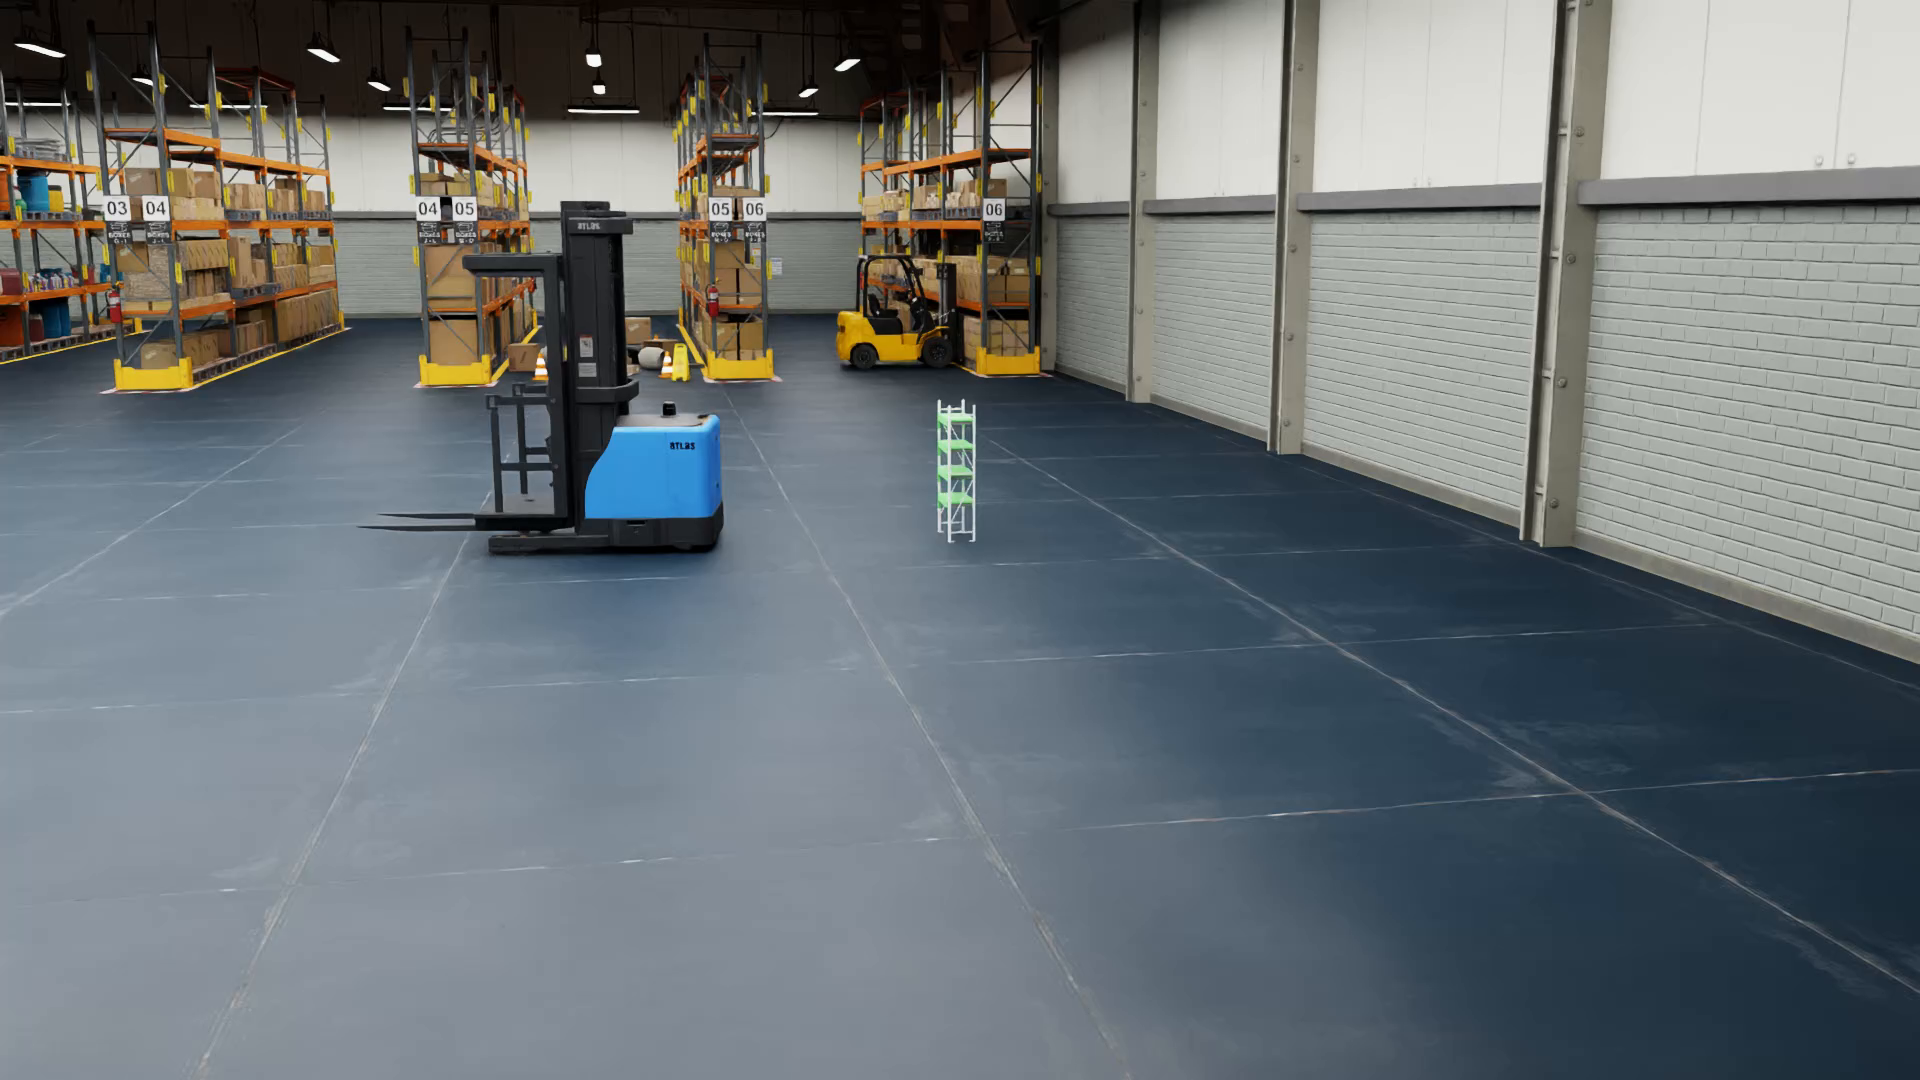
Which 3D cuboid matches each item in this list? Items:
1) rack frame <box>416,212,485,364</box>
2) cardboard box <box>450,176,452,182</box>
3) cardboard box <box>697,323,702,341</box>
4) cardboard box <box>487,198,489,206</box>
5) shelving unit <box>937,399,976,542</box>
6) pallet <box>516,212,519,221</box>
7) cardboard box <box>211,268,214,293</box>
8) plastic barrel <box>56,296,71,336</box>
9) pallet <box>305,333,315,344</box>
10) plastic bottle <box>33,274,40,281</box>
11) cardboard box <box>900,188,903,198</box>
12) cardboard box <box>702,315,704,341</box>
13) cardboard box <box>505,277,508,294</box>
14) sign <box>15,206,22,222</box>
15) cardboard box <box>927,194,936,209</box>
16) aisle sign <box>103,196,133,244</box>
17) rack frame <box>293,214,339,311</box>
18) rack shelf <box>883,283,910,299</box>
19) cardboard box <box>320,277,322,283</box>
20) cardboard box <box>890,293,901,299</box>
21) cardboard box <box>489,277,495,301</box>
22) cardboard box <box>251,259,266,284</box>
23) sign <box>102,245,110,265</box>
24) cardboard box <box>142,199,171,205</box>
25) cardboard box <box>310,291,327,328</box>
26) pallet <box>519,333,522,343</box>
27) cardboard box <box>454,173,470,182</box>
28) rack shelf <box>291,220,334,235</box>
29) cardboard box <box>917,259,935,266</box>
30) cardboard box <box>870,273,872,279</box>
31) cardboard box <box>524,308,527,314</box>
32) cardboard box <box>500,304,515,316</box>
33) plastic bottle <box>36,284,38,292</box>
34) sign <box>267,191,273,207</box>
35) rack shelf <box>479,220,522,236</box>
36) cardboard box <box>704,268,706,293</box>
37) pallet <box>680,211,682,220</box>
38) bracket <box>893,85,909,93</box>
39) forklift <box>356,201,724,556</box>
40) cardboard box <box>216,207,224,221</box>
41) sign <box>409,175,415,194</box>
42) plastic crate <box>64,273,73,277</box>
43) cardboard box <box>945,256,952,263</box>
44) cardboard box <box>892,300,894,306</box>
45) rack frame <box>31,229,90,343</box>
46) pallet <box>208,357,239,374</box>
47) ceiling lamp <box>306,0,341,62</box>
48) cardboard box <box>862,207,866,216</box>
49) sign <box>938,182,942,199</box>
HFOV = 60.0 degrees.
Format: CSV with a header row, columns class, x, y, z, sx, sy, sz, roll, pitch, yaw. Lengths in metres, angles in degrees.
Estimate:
class,x,y,z,sx,sy,sz,roll,pitch,yaw
rack frame,-8.806,-4.214,28.815,1.000,3.000,0.127,-2,11,-11
cardboard box,-9.646,-6.679,30.891,0.380,0.149,0.250,-2,11,-10
cardboard box,-5.275,-4.556,36.517,0.950,0.372,0.625,-2,11,-12
cardboard box,-8.950,-6.265,30.846,0.380,0.149,0.250,-2,11,-12
shelving unit,-0.032,-0.620,14.744,0.258,1.200,0.503,-2,11,-11
pallet,-11.124,-7.679,39.500,1.213,0.211,1.003,-2,11,-11
cardboard box,-14.379,-4.803,30.848,0.875,0.500,0.500,-2,11,-11
plastic barrel,-20.794,-5.148,38.211,0.600,0.901,0.708,-2,11,-11
pallet,-15.801,-4.744,39.059,1.003,0.211,1.213,-2,11,-11
plastic bottle,-20.292,-5.660,36.542,0.144,0.351,0.185,-2,11,-11
cardboard box,-1.309,-8.696,41.719,0.396,0.266,0.258,-2,11,-12
cardboard box,-4.898,-4.252,33.240,0.500,0.500,0.500,-2,11,-8
cardboard box,-9.714,-5.381,34.676,0.500,0.500,0.500,-2,11,-10
sign,-19.567,-6.783,34.568,0.100,0.325,0.005,-2,11,-11
cardboard box,-0.409,-7.277,35.734,0.500,0.311,0.500,-3,11,-13
aisle sign,-13.973,-5.307,27.604,0.394,0.787,0.004,-2,11,-11
rack frame,-16.803,-6.987,43.382,1.000,3.000,0.127,-2,11,-11
rack shelf,-1.047,-6.074,40.513,1.077,0.370,4.000,-2,11,-11
cardboard box,-16.009,-6.434,41.149,0.380,0.149,0.250,-2,11,-10
cardboard box,-1.568,-6.165,42.094,0.380,0.149,0.250,-2,11,-12
cardboard box,-9.371,-4.854,31.776,0.875,0.550,0.550,-2,11,-11
cardboard box,-14.896,-5.579,34.593,0.700,0.500,0.500,0,11,-3
sign,-14.239,-4.760,27.740,0.100,0.325,0.005,-2,11,-11
cardboard box,-13.518,-5.707,27.970,0.380,0.149,0.250,-2,11,-11
cardboard box,-16.250,-5.705,41.206,0.875,0.875,0.875,-2,11,-11
pallet,-10.746,-4.678,38.711,1.003,0.211,1.213,-2,11,-11
cardboard box,-8.559,-6.284,28.817,0.380,0.149,0.250,-2,11,-10
rack shelf,-16.414,-7.740,41.242,1.077,0.370,4.000,-2,11,-11
cardboard box,-0.756,-6.265,37.585,0.380,0.149,0.250,-2,11,-9
cardboard box,-2.217,-7.097,44.631,0.380,0.149,0.250,-2,11,-13
cardboard box,-11.139,-5.778,41.940,0.380,0.149,0.250,-2,11,-10
cardboard box,-10.259,-5.163,37.359,0.500,0.250,0.500,-3,11,-14
plastic bottle,-19.984,-5.464,35.916,0.097,0.201,0.097,0,11,0
sign,-14.714,-7.266,35.446,0.100,0.325,0.005,-2,11,-11
rack shelf,-10.751,-7.168,38.237,1.077,0.370,4.000,-2,11,-11
cardboard box,-4.533,-4.881,31.257,0.500,0.500,0.500,-2,11,-11
pallet,-6.927,-8.641,44.290,1.003,0.211,1.213,-2,11,-11
bracket,-1.617,-12.206,45.133,0.076,0.066,4.783,-2,11,-11
forklift,-3.627,-1.410,14.265,3.031,2.935,1.130,0,11,-2
cardboard box,-14.124,-6.112,31.163,0.500,0.250,0.500,-2,11,-9
sign,-9.341,-6.067,28.368,0.100,0.325,0.005,-2,11,-11
plastic crate,-21.622,-6.400,40.587,0.416,0.233,0.300,-2,11,-11
cardboard box,-0.109,-5.772,34.203,0.380,0.149,0.250,-2,11,-10
cardboard box,-1.497,-5.968,41.858,0.380,0.149,0.250,-2,11,-13
rack frame,-20.883,-6.073,38.581,1.000,3.000,0.127,-2,11,-11
pallet,-14.304,-3.294,31.439,1.003,0.211,1.213,-2,11,-11
ceiling lamp,-11.739,-10.676,31.109,0.800,3.185,2.000,-2,11,-11
cardboard box,-2.396,-8.983,45.453,0.500,0.250,0.500,-2,11,-12
sign,-0.410,-7.188,34.193,0.100,0.325,0.005,-2,11,-11
